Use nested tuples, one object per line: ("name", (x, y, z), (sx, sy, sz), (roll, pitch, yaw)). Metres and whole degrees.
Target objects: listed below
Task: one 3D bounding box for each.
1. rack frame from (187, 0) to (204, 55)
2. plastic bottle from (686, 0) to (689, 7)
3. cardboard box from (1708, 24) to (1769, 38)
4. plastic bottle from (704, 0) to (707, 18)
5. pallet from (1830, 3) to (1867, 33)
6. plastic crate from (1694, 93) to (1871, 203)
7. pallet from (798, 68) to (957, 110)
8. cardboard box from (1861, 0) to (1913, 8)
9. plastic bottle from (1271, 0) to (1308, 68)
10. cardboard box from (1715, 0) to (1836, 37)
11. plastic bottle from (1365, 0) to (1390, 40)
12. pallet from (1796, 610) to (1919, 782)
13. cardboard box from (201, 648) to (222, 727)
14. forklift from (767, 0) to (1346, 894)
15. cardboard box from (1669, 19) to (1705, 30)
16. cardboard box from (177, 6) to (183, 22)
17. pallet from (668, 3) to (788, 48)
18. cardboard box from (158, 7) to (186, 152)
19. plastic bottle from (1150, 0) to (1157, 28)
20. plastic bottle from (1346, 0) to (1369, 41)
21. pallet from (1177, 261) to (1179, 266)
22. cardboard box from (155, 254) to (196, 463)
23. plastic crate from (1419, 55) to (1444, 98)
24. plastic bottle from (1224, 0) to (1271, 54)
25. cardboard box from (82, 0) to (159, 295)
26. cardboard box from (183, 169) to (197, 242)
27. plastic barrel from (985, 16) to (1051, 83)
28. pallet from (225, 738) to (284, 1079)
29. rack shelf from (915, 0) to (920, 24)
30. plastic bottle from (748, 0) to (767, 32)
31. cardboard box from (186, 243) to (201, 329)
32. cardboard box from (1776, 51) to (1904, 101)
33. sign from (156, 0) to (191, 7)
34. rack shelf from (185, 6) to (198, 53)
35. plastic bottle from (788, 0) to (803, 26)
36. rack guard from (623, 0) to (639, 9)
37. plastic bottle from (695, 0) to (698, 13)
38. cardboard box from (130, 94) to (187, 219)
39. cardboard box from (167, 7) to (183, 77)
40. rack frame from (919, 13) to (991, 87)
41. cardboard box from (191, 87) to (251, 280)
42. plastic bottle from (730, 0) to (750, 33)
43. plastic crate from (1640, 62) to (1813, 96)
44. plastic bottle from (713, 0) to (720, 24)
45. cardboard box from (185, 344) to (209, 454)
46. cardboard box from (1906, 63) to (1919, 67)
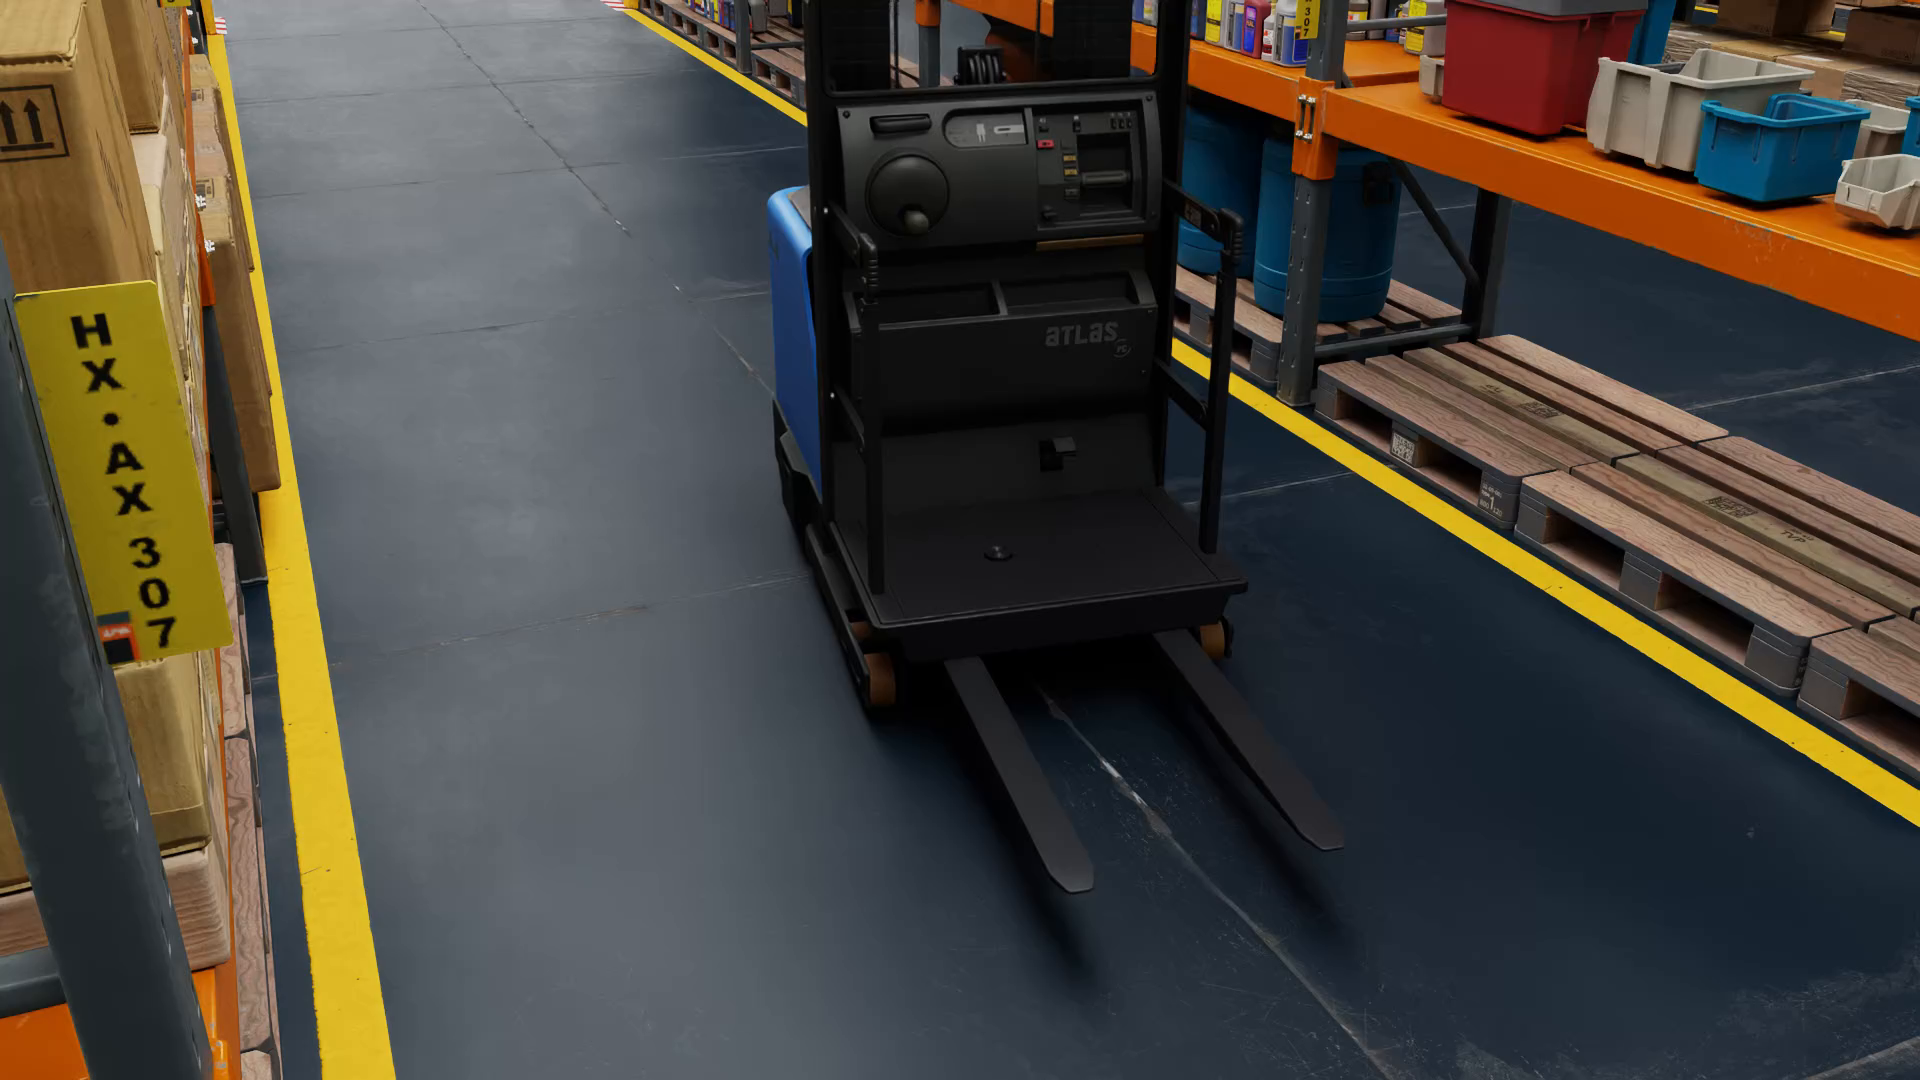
("rack frame", (-5.887, -4.375, 11.292), (1.000, 3.000, 0.127), (-11, 28, -21))
("plastic bottle", (-2.473, -5.027, 15.235), (0.097, 0.271, 0.097), (0, 26, 0))
("cardboard box", (5.378, -3.198, 11.229), (0.500, 0.500, 0.500), (-9, 28, -19))
("plastic bottle", (-2.220, -4.766, 14.702), (0.097, 0.271, 0.097), (0, 26, 0))
("pallet", (8.574, -4.868, 15.479), (1.003, 0.211, 1.213), (-11, 28, -21))
("plastic crate", (2.329, -1.118, 4.744), (0.416, 0.233, 0.300), (-11, 28, -21))
("pallet", (-0.505, -3.169, 12.001), (1.003, 0.211, 1.213), (-11, 28, -21))
("cardboard box", (8.707, -5.093, 15.110), (0.700, 0.500, 0.500), (-11, 28, -21))
("plastic bottle", (1.351, -2.044, 6.659), (0.152, 0.276, 0.135), (-11, 28, -21))
("cardboard box", (5.404, -3.513, 11.019), (0.500, 0.250, 0.500), (-9, 28, -19))
("plastic bottle", (1.829, -2.341, 7.267), (0.152, 0.276, 0.135), (-11, 28, -21))
("pallet", (3.082, 0.532, 4.420), (1.003, 0.211, 1.213), (-11, 28, -21))
("cardboard box", (-1.226, 0.176, 2.258), (0.380, 0.149, 0.250), (-11, 28, -22))
("forklift", (0.177, -1.021, 4.500), (1.130, 2.935, 3.031), (-7, 27, -13))
("cardboard box", (4.711, -3.302, 11.442), (0.500, 0.500, 0.500), (-9, 28, -18))
("cardboard box", (-3.899, -2.648, 7.642), (0.500, 0.500, 0.500), (-10, 28, -19))
("pallet", (-2.036, -4.744, 15.227), (1.003, 0.211, 1.213), (-11, 28, -21))
("cardboard box", (-2.704, -1.419, 5.123), (0.500, 0.500, 0.500), (-10, 28, -20))
("plastic bottle", (0.958, -2.450, 7.490), (0.152, 0.276, 0.135), (-11, 28, -21))
("plastic bottle", (1.722, -2.278, 7.224), (0.097, 0.201, 0.097), (0, 26, 0))
("pallet", (1.058, -1.555, 8.695), (1.003, 0.211, 1.213), (-11, 28, -21))
("cardboard box", (-1.530, -0.249, 2.673), (0.500, 0.250, 0.500), (-12, 28, -22))
("plastic crate", (1.854, -1.692, 6.030), (0.396, 0.136, 0.243), (-11, 28, -21))
("plastic bottle", (1.208, -2.192, 6.961), (0.152, 0.276, 0.135), (-11, 28, -21))
("cardboard box", (-1.532, -0.584, 2.504), (0.500, 0.500, 0.500), (-11, 28, -22))
("cardboard box", (-2.232, -0.862, 4.382), (0.380, 0.149, 0.250), (-10, 28, -20))
("plastic barrel", (0.444, -2.630, 9.713), (0.600, 0.830, 0.708), (-11, 28, -21))
("pallet", (-2.047, 0.921, 3.622), (1.003, 0.211, 1.213), (-11, 28, -21))
("rack shelf", (-0.547, -4.095, 11.539), (1.077, 0.370, 4.000), (-11, 28, -21))
("plastic bottle", (-1.715, -4.469, 14.001), (0.144, 0.351, 0.185), (-11, 28, -21))
("cardboard box", (-1.930, -0.550, 3.745), (0.380, 0.149, 0.250), (-10, 28, -20))
("cardboard box", (5.322, -2.679, 10.165), (0.500, 0.500, 0.500), (-12, 28, -22))
("sign", (-2.244, -1.666, 4.666), (0.100, 0.325, 0.005), (-11, 28, -21))
("rack shelf", (-5.104, -3.244, 9.796), (1.077, 0.370, 4.000), (-11, 28, -21))
("plastic bottle", (-1.397, -4.606, 14.282), (0.144, 0.351, 0.185), (-11, 28, -21))
("rack guard", (-2.823, -5.695, 16.844), (1.175, 0.500, 0.348), (-11, 28, -21))
("plastic bottle", (-2.339, -4.889, 14.952), (0.097, 0.271, 0.097), (0, 26, 0))
("cardboard box", (-2.135, -0.870, 3.945), (0.500, 0.250, 0.500), (-10, 28, -19))
("cardboard box", (-3.305, -2.032, 6.378), (0.500, 0.500, 0.500), (-10, 28, -20))
("rack frame", (0.237, -3.611, 9.727), (1.000, 3.000, 0.127), (-11, 28, -21))
("cardboard box", (-3.728, -1.351, 7.041), (1.225, 0.875, 0.875), (-10, 28, -20))
("plastic bottle", (-1.847, -4.444, 13.950), (0.144, 0.351, 0.185), (-11, 28, -22))
("plastic crate", (2.489, -1.494, 5.636), (0.437, 0.125, 0.590), (-11, 28, -21))
("plastic bottle", (-2.049, -4.652, 14.376), (0.144, 0.351, 0.185), (-11, 28, -21))
("cardboard box", (-1.627, -0.238, 3.106), (0.380, 0.149, 0.250), (-11, 28, -22))
("cardboard box", (5.989, -2.574, 9.951), (0.500, 0.500, 0.500), (-10, 28, -20))
